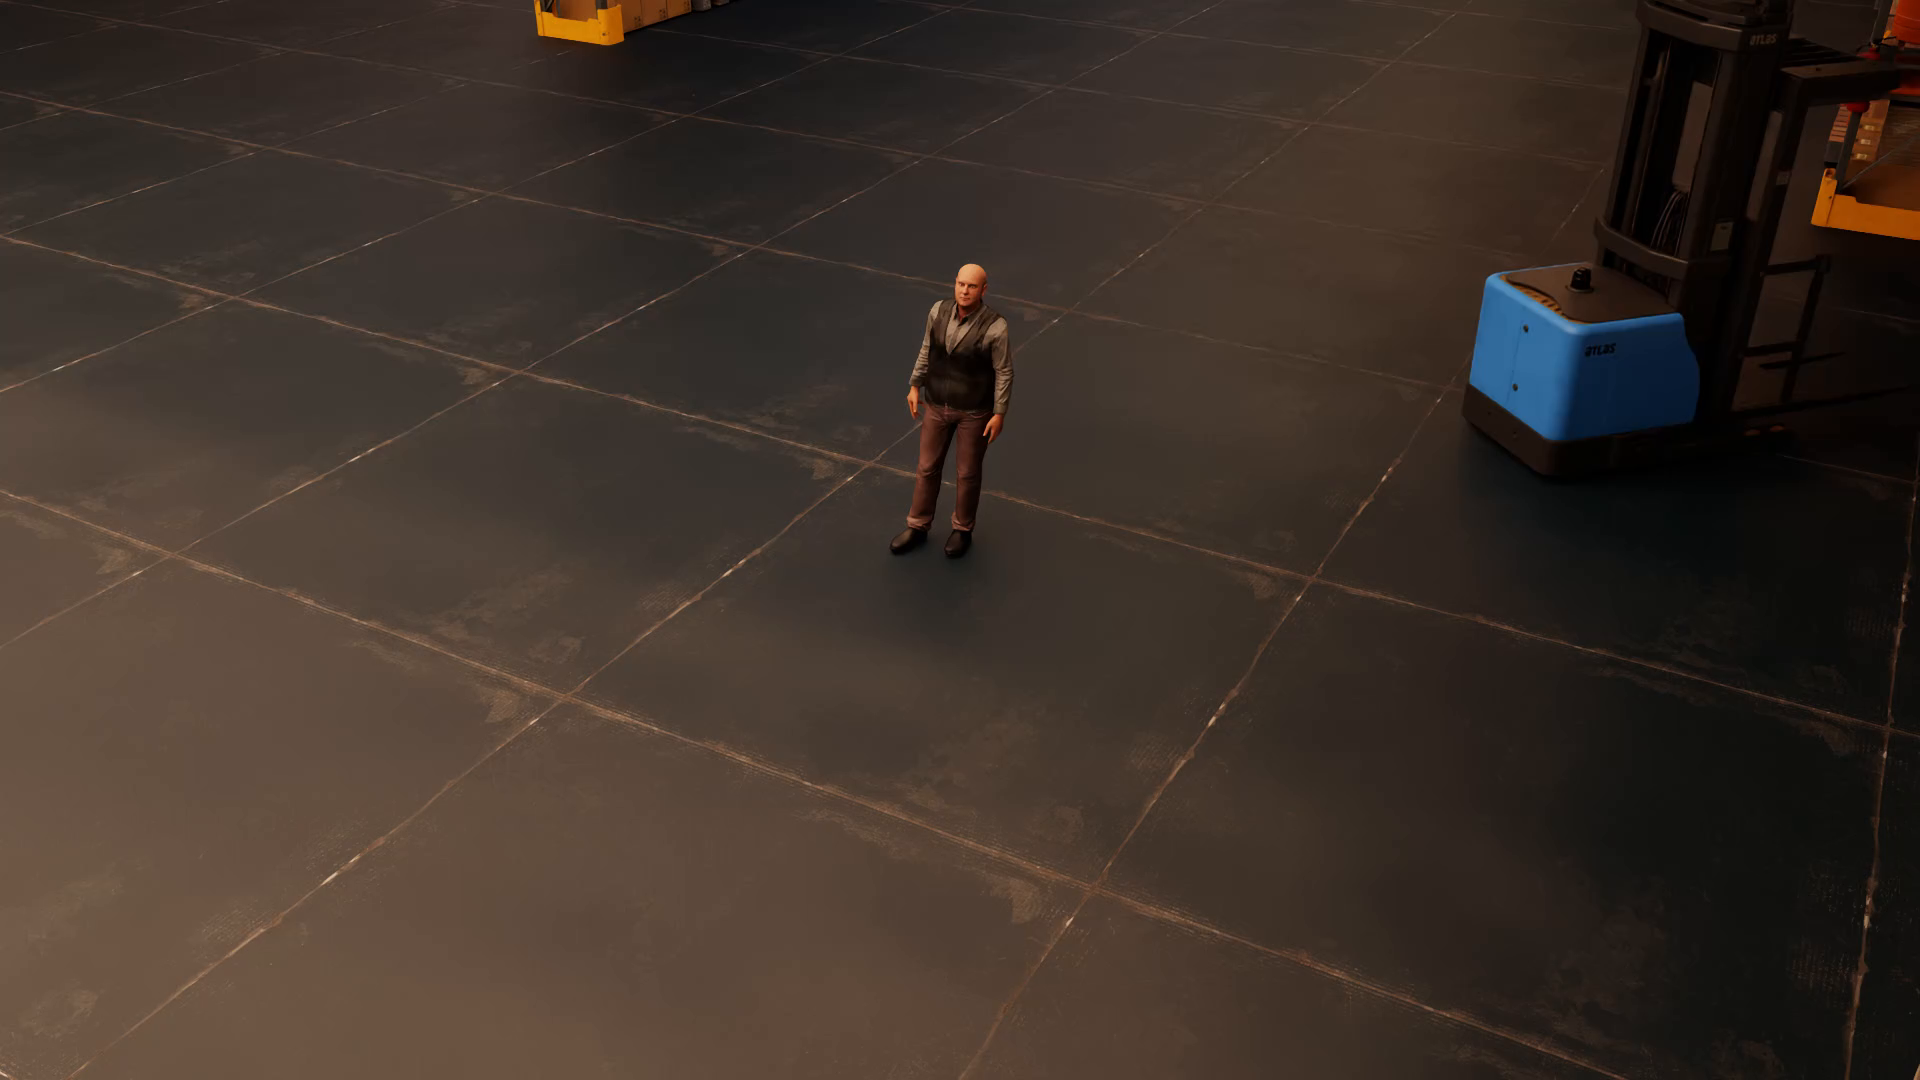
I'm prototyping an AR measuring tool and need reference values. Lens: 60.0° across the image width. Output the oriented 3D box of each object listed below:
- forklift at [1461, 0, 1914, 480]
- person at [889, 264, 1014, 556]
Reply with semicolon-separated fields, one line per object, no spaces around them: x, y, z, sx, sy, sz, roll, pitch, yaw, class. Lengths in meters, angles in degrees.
4.997;-2.073;10.663;3.031;2.935;1.130;-9;31;-15;forklift
-0.040;-0.723;9.518;0.633;1.722;0.551;15;33;25;person
